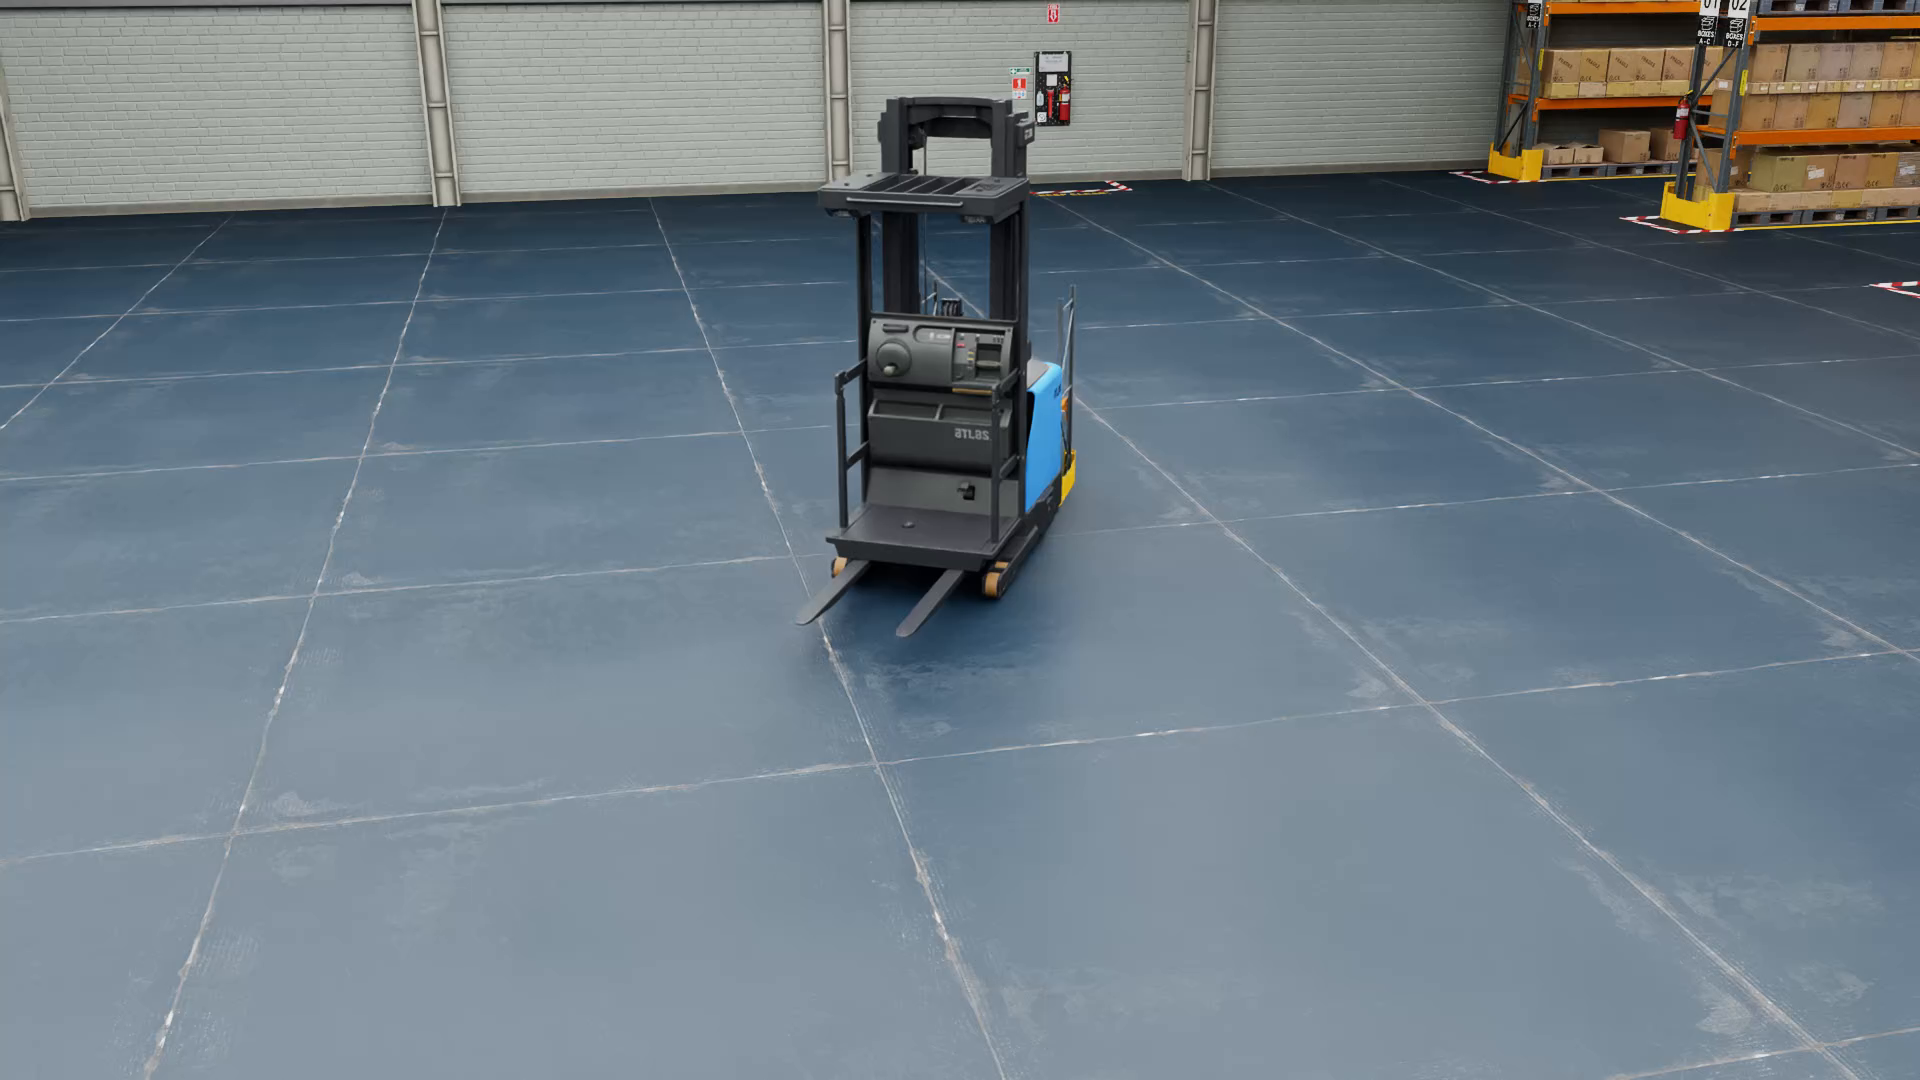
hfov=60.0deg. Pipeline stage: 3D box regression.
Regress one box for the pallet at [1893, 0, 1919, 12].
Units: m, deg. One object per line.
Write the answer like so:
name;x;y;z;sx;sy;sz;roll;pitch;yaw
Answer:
pallet;13.498;-7.509;23.219;1.213;0.211;1.003;-5;21;-12

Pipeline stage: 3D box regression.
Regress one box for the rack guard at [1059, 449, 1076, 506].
rack guard;0.755;-0.462;12.213;0.087;0.250;0.587;5;21;14

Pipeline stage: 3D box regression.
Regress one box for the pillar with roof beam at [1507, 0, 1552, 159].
pillar with roof beam;10.759;-9.280;23.565;0.400;9.000;9.100;-5;21;-12

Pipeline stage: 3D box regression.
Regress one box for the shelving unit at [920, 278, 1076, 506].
shelving unit;0.273;-1.092;12.115;1.083;1.500;0.587;5;21;14

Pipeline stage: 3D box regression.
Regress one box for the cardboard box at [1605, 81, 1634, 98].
cardboard box;10.833;-7.515;27.657;0.500;0.250;0.500;-5;21;-13

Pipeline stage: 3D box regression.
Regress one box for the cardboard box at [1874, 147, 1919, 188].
cardboard box;13.432;-5.330;23.802;0.500;0.500;0.500;-5;21;-12

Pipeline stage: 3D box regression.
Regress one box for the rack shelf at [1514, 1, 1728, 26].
rack shelf;11.232;-8.788;27.629;4.000;0.370;1.077;-5;21;-12

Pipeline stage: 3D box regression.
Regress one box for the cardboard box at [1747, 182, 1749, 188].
cardboard box;11.367;-4.992;23.969;0.500;0.250;0.500;-5;21;-12

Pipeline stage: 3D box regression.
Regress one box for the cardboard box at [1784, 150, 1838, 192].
cardboard box;11.972;-5.211;23.477;0.500;0.500;0.500;-5;21;-12

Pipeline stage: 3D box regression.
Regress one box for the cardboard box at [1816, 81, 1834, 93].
cardboard box;11.865;-6.294;23.047;0.250;0.149;0.380;-5;21;-14

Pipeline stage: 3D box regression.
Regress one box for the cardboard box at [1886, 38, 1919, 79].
cardboard box;13.400;-6.796;23.475;0.500;0.500;0.700;-5;21;-13

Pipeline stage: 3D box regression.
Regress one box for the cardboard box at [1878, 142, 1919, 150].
cardboard box;13.799;-5.544;24.385;0.500;0.500;0.500;-5;21;-12

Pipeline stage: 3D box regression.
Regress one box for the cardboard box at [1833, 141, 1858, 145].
cardboard box;15.378;-7.100;29.330;0.500;0.500;0.700;-5;21;-13

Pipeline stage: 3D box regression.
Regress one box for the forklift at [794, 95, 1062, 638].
forklift;-0.184;-1.163;10.228;1.130;2.935;3.031;6;21;16

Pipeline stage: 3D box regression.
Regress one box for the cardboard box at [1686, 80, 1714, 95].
cardboard box;12.301;-7.639;27.996;0.500;0.250;0.500;-5;21;-12

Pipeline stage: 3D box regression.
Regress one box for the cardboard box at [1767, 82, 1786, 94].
cardboard box;11.117;-6.234;22.882;0.250;0.149;0.380;-5;21;-14

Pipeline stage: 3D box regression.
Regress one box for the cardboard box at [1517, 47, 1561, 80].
cardboard box;9.696;-7.959;27.779;0.500;0.500;0.500;-5;21;-13

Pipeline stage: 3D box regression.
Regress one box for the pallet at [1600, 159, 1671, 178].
pallet;11.344;-6.404;28.489;1.213;0.211;1.003;-5;21;-12

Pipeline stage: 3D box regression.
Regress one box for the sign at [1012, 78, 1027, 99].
sign;0.954;-7.254;26.704;0.234;0.329;0.001;-5;21;-12

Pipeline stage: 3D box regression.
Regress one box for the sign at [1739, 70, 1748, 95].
sign;10.551;-6.159;22.392;0.005;0.325;0.100;-5;21;-12

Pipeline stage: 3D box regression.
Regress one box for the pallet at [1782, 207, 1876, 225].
pallet;12.349;-4.762;24.007;1.213;0.211;1.003;-5;21;-12

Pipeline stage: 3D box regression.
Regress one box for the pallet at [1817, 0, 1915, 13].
pallet;12.313;-7.413;22.959;1.213;0.211;1.003;-5;21;-12

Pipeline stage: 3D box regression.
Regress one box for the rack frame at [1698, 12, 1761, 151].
rack frame;13.179;-7.876;28.453;0.127;3.000;1.000;-5;21;-12

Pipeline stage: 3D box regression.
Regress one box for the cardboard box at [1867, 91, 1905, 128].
cardboard box;12.891;-6.145;23.584;0.500;0.500;0.700;-4;21;-12

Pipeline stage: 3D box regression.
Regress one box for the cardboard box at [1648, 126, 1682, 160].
cardboard box;12.178;-6.813;28.547;0.500;0.500;0.500;-6;21;-17

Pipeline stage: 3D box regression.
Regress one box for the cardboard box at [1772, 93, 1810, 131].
cardboard box;11.397;-6.024;23.253;0.500;0.500;0.700;-4;21;-11

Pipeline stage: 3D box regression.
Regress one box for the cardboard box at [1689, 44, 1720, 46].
cardboard box;12.673;-8.199;28.436;0.500;0.500;0.500;-5;21;-14

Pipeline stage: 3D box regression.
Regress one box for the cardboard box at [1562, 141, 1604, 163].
cardboard box;10.535;-6.573;28.166;0.500;0.311;0.500;-3;20;-8

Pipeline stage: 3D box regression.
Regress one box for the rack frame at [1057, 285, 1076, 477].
rack frame;0.756;-1.049;11.998;0.032;1.500;0.500;5;21;14

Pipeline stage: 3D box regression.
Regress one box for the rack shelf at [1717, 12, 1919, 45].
rack shelf;12.376;-7.130;23.103;4.000;0.370;1.077;-5;21;-12

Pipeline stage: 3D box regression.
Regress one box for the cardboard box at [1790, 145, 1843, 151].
cardboard box;12.340;-5.425;24.059;0.500;0.500;0.500;-5;21;-12

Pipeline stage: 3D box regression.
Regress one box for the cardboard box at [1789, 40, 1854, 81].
cardboard box;11.939;-6.678;23.152;0.500;0.500;0.700;-5;21;-12

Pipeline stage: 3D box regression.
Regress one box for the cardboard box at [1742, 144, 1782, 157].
cardboard box;13.891;-6.972;28.982;0.500;0.500;0.700;-4;20;-11

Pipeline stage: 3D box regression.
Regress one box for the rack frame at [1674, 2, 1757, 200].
rack frame;10.430;-5.901;23.063;0.127;3.000;1.000;-5;21;-12

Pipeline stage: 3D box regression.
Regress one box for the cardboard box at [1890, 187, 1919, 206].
cardboard box;13.432;-4.978;23.929;0.500;0.250;0.500;-5;21;-12

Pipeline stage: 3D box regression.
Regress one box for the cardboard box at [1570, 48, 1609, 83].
cardboard box;10.303;-7.823;27.409;0.500;0.500;0.500;-5;21;-12

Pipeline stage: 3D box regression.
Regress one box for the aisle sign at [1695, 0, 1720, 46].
aisle sign;10.298;-7.215;22.870;0.004;0.787;0.394;-5;21;-12

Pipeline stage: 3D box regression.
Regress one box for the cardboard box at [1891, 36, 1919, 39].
cardboard box;16.433;-8.683;28.928;0.250;0.149;0.380;-8;22;-22

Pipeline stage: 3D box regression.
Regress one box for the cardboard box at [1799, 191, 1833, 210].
cardboard box;11.975;-4.855;23.596;0.500;0.250;0.500;-5;21;-12

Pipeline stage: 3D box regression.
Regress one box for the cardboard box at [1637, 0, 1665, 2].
cardboard box;11.221;-9.089;27.231;0.500;0.500;0.500;-3;20;-9

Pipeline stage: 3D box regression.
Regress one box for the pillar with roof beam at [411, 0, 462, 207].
pillar with roof beam;-6.758;-7.855;19.676;0.400;9.000;9.100;-5;21;-12

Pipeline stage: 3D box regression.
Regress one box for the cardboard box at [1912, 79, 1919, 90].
cardboard box;13.356;-6.414;23.376;0.250;0.149;0.380;-5;21;-13

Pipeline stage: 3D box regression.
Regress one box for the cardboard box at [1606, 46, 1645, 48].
cardboard box;11.180;-8.077;28.103;0.500;0.500;0.500;-4;21;-12

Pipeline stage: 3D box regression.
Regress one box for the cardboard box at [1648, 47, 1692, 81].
cardboard box;11.813;-7.948;27.750;0.500;0.500;0.500;-5;21;-14

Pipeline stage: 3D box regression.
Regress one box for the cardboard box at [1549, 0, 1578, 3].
cardboard box;9.669;-8.967;26.896;0.500;0.500;0.500;-4;21;-11

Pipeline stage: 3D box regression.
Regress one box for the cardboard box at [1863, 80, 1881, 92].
cardboard box;12.613;-6.354;23.211;0.250;0.149;0.380;-4;20;-11
